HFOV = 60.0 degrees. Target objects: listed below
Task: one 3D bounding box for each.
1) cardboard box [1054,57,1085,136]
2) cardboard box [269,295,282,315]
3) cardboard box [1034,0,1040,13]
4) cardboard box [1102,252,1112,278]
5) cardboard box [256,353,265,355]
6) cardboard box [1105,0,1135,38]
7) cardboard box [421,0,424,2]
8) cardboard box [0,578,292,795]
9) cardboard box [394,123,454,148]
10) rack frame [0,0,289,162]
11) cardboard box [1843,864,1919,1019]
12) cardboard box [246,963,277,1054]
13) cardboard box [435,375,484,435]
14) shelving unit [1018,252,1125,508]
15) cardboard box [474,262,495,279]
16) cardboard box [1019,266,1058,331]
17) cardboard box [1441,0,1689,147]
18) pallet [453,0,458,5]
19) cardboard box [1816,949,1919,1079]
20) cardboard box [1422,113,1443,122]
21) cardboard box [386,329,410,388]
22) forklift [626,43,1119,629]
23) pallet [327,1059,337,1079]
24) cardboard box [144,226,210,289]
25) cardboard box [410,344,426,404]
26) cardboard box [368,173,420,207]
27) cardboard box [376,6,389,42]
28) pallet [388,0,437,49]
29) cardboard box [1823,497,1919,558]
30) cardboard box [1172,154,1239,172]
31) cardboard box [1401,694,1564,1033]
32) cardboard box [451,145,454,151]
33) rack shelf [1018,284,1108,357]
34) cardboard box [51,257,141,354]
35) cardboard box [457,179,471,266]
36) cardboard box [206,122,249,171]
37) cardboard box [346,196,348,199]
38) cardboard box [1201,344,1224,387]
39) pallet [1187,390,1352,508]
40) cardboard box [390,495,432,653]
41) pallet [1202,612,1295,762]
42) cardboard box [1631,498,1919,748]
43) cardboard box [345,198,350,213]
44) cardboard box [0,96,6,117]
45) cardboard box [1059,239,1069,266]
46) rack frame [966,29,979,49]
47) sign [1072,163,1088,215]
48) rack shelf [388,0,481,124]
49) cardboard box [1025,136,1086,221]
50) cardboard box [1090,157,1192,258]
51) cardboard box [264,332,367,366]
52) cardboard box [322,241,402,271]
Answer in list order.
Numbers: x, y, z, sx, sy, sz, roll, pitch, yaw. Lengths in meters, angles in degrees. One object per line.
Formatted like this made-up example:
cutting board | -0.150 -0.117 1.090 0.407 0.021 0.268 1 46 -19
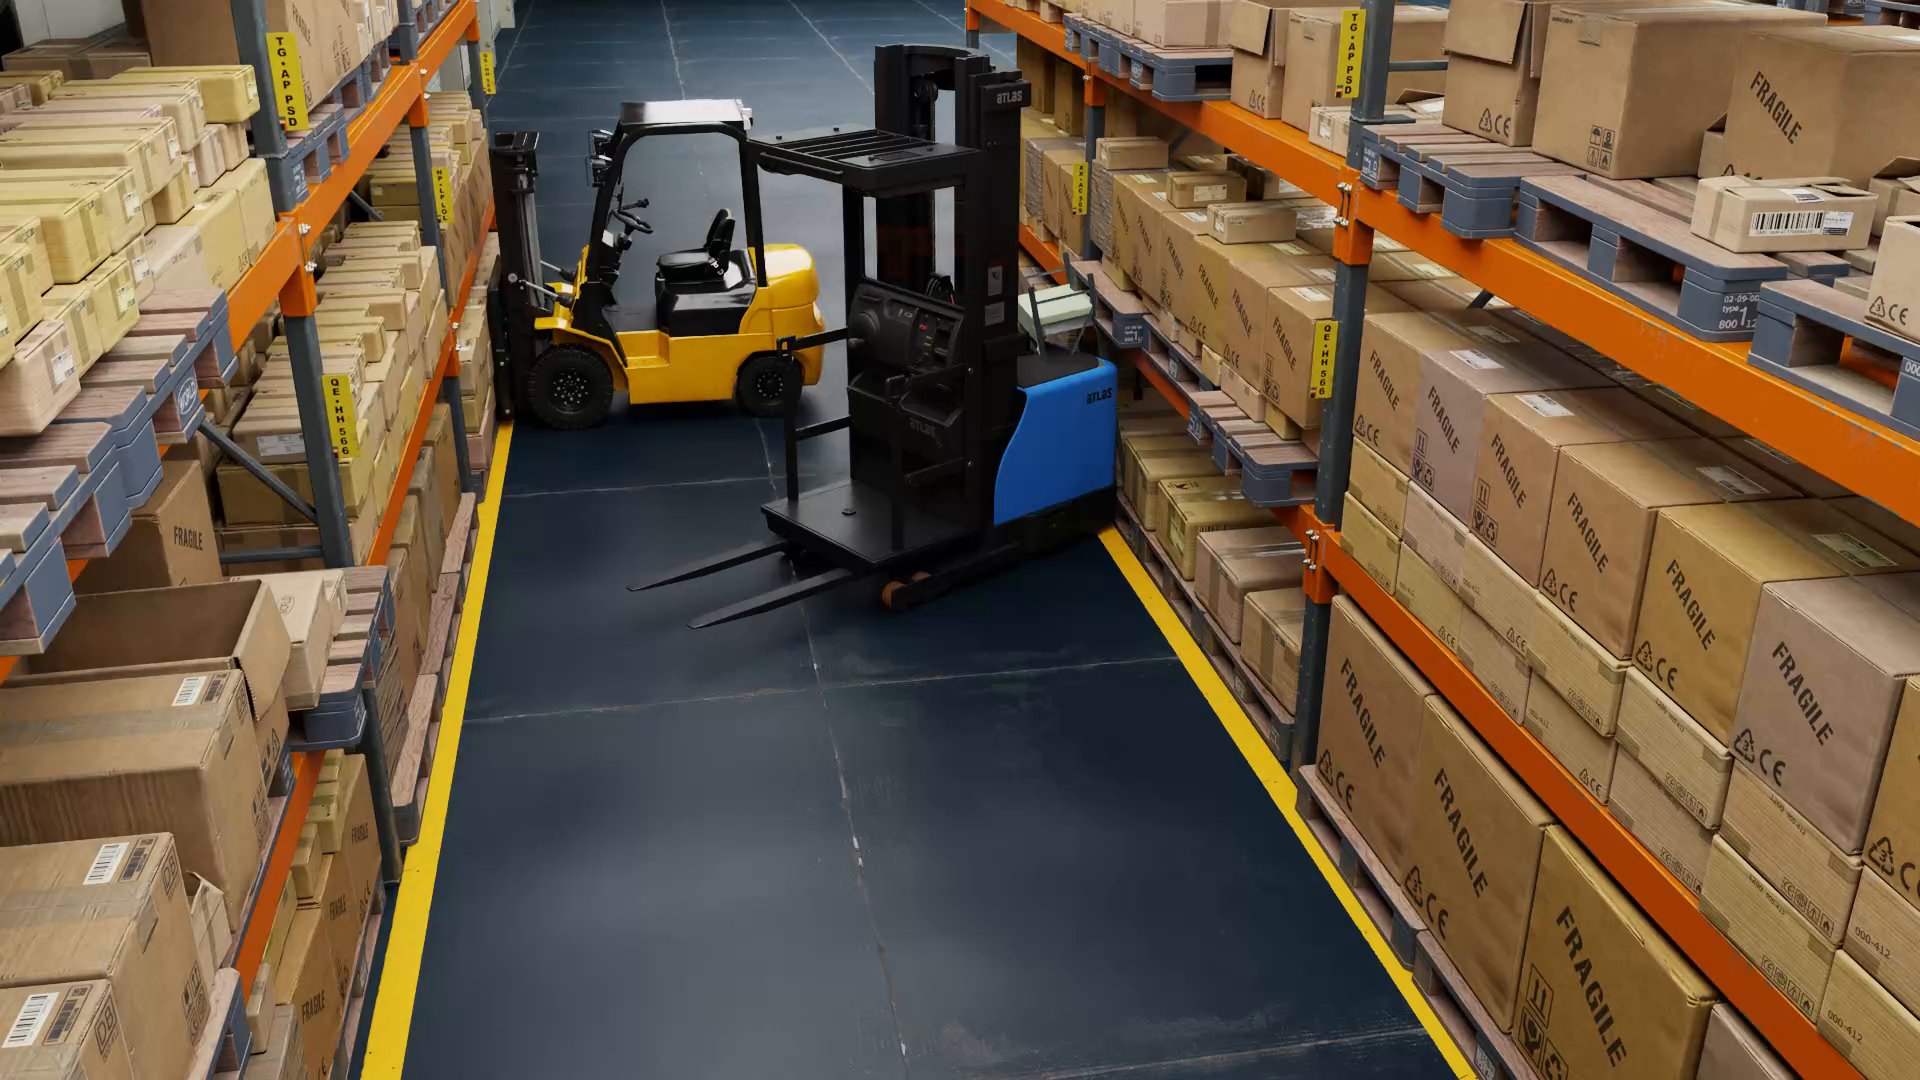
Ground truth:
cardboard box | 1.100 -3.293 12.296 0.700 0.500 0.500 -4 24 -10
cardboard box | -3.493 -1.080 8.040 0.380 0.149 0.250 -4 24 -9
cardboard box | 0.743 -3.839 11.859 0.380 0.149 0.250 -5 24 -10
cardboard box | 1.085 -1.700 10.183 0.380 0.149 0.250 -4 24 -9
cardboard box | -3.472 -0.834 7.975 0.500 0.250 0.500 -5 24 -11
cardboard box | 1.102 -2.903 9.063 0.500 0.250 0.500 -5 24 -10
cardboard box | -3.498 -3.412 10.028 0.500 0.311 0.500 -4 24 -9
cardboard box | -2.360 0.468 4.778 0.797 0.503 0.637 -5 24 -11
cardboard box | -3.761 -2.819 11.649 0.380 0.149 0.250 -4 24 -9
rack frame | -2.844 -2.670 5.121 1.000 3.000 0.127 -4 24 -10
cardboard box | 2.453 0.968 3.849 0.500 0.250 0.500 -4 24 -10
cardboard box | -2.286 1.434 5.007 0.380 0.149 0.250 -5 24 -12
cardboard box | -3.370 -0.869 10.778 0.500 0.250 0.500 -4 24 -10
shelving unit | 0.693 -0.985 10.521 0.431 1.500 0.755 -14 21 -4
cardboard box | -3.728 -1.902 12.519 0.500 0.250 0.500 -4 24 -9
cardboard box | 0.729 -1.753 12.489 0.500 0.500 0.500 -3 24 -7
cardboard box | 2.251 -1.767 6.147 0.797 0.503 0.637 -6 24 -13
pallet | -4.218 -4.122 12.302 1.003 0.211 1.213 -4 24 -10
cardboard box | 2.442 1.194 3.955 0.500 0.250 0.500 -5 24 -11
cardboard box | 2.142 -1.686 6.928 0.380 0.149 0.250 -4 24 -10
cardboard box | -2.976 -0.877 8.074 0.500 0.250 0.500 -4 24 -9
forklift | -0.471 -1.179 9.287 3.031 2.935 1.130 -19 30 -37
pallet | -2.521 2.132 5.104 1.003 0.211 1.213 -4 24 -10
cardboard box | -2.324 -0.648 4.427 0.500 0.250 0.500 -4 24 -10
cardboard box | -3.073 -0.852 8.640 0.500 0.250 0.500 -4 24 -9
cardboard box | -3.351 -2.121 10.052 0.380 0.149 0.250 -4 24 -9
cardboard box | -3.082 -2.582 8.331 0.380 0.149 0.250 -4 24 -10
pallet | -3.767 -3.162 10.105 1.003 0.211 1.213 -4 24 -10
cardboard box | 2.763 0.190 4.694 0.500 0.500 0.500 -5 24 -11
cardboard box | 1.605 -2.073 10.227 0.500 0.500 0.500 -5 24 -11
cardboard box | 2.240 1.120 6.067 0.875 0.875 0.875 -4 24 -9
cardboard box | -3.765 -2.687 11.720 0.380 0.149 0.250 -4 24 -10
rack shelf | 0.616 -1.342 10.382 0.431 0.370 0.720 -14 21 -4
cardboard box | -1.998 -0.494 3.551 0.380 0.149 0.250 -4 24 -8
cardboard box | -3.616 -2.137 11.270 0.500 0.500 0.500 -5 24 -10
cardboard box | -2.542 -1.288 5.393 0.380 0.149 0.250 -4 24 -9
cardboard box | -3.945 -2.179 10.184 0.380 0.149 0.250 -5 24 -11
cardboard box | 1.427 -0.881 8.309 0.380 0.149 0.250 -4 24 -9
pallet | 1.797 -0.474 7.828 1.213 0.211 1.003 -4 24 -10
cardboard box | -3.199 0.207 8.470 0.875 0.625 0.625 -5 24 -12
pallet | 1.890 0.681 8.428 1.003 0.211 1.213 -4 24 -10
cardboard box | 2.266 0.219 4.628 0.500 0.500 0.500 -4 24 -8
cardboard box | -3.976 -2.041 10.240 0.380 0.149 0.250 -5 24 -11
cardboard box | -2.983 -1.182 4.778 0.380 0.149 0.250 -4 24 -10
cardboard box | 0.882 -1.949 11.280 0.380 0.149 0.250 -4 24 -9
rack frame | 0.554 -3.437 14.371 1.000 3.000 0.127 -4 24 -10
sign | 0.762 -2.217 10.496 0.100 0.325 0.005 -4 24 -10
rack shelf | -3.954 -3.326 11.269 1.077 0.370 4.000 -4 24 -10
cardboard box | 0.765 -2.607 11.976 0.500 0.500 0.500 -4 24 -8
cardboard box | 1.099 -2.032 10.134 0.500 0.500 0.500 -4 24 -8
cardboard box | -2.873 -0.814 7.430 0.380 0.149 0.250 -4 24 -9
cardboard box | -3.243 -1.519 9.045 0.380 0.149 0.250 -4 24 -10
